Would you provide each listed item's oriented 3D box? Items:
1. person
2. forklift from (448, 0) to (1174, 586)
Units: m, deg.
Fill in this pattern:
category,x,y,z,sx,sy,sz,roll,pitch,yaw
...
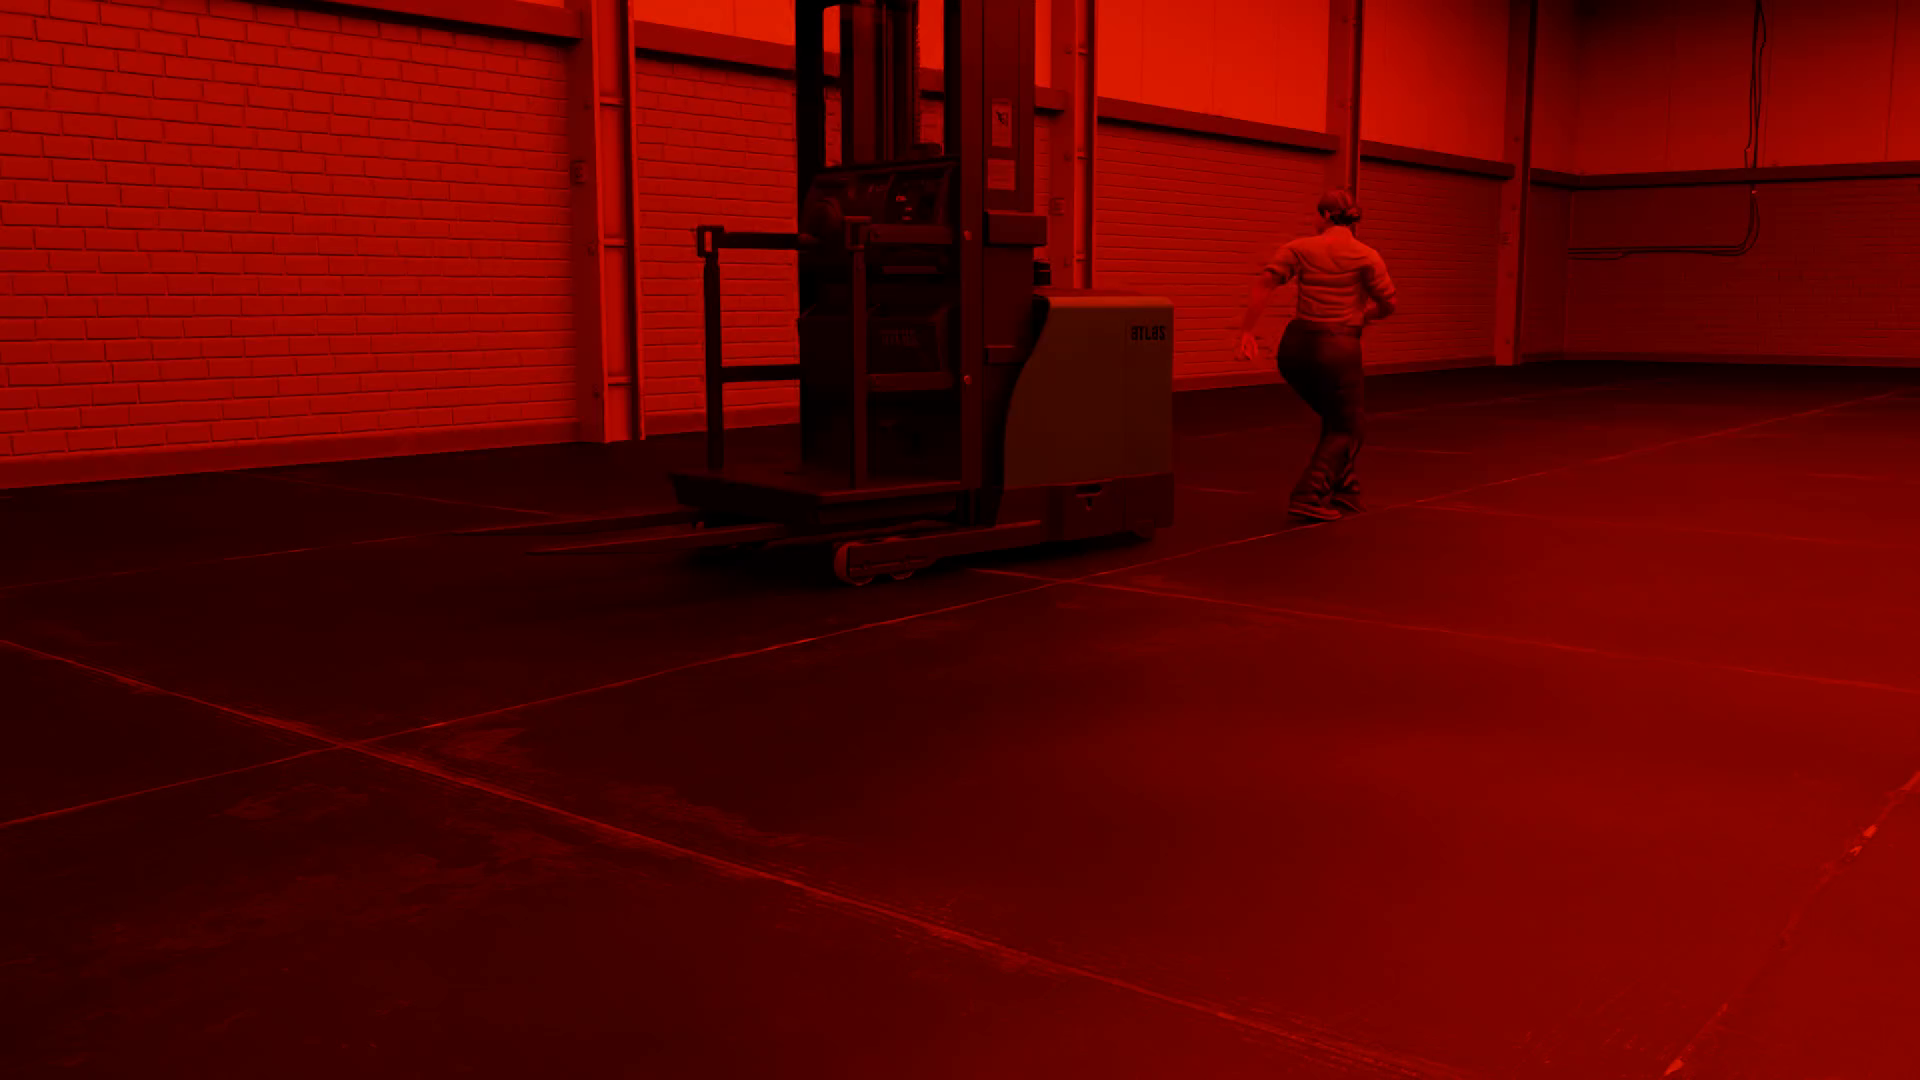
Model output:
category,x,y,z,sx,sy,sz,roll,pitch,yaw
person,1.795,-0.869,8.058,0.828,1.637,0.527,-7,11,-40
forklift,-0.500,-1.364,6.605,3.031,2.935,1.130,-7,11,-40
